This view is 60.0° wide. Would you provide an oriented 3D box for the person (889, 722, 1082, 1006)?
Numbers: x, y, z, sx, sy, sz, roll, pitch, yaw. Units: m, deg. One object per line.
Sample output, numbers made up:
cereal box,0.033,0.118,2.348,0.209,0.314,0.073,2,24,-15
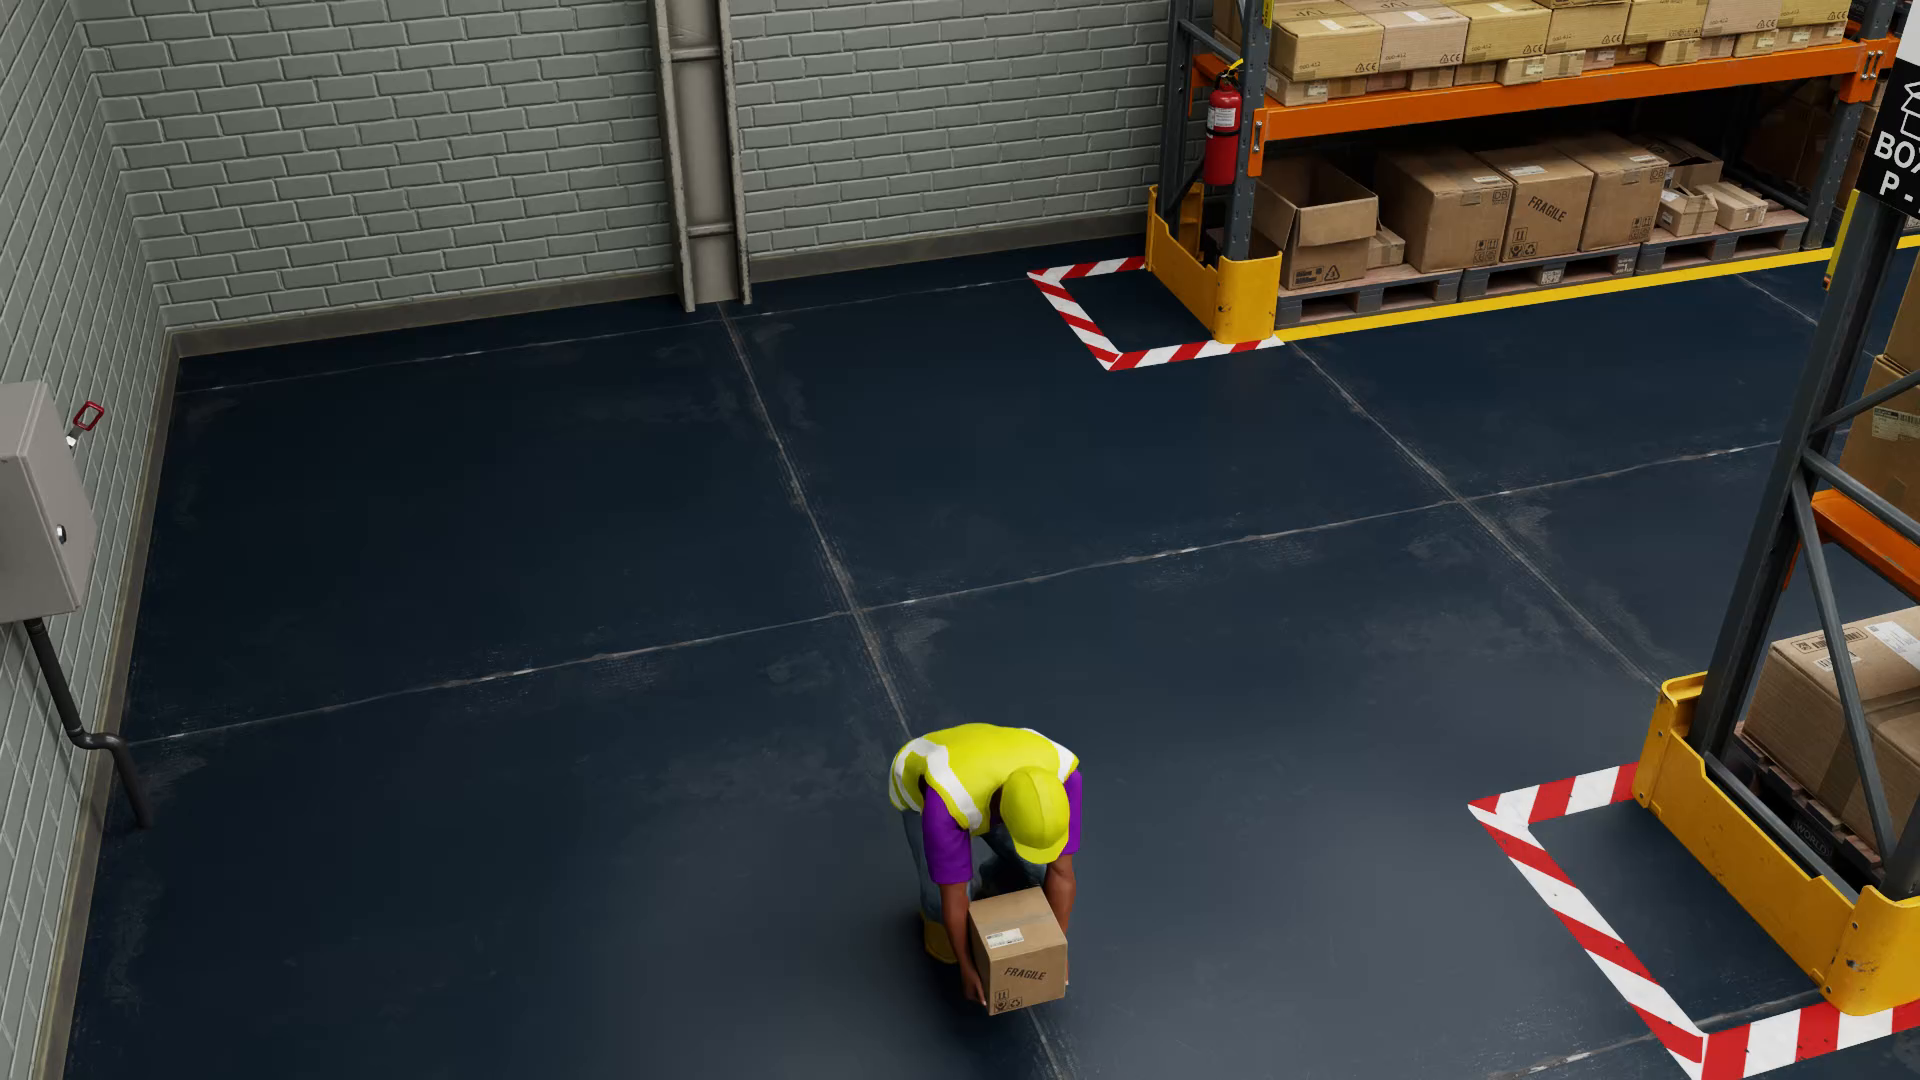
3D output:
person,0.105,0.955,5.377,0.541,1.010,0.899,-11,35,-16
